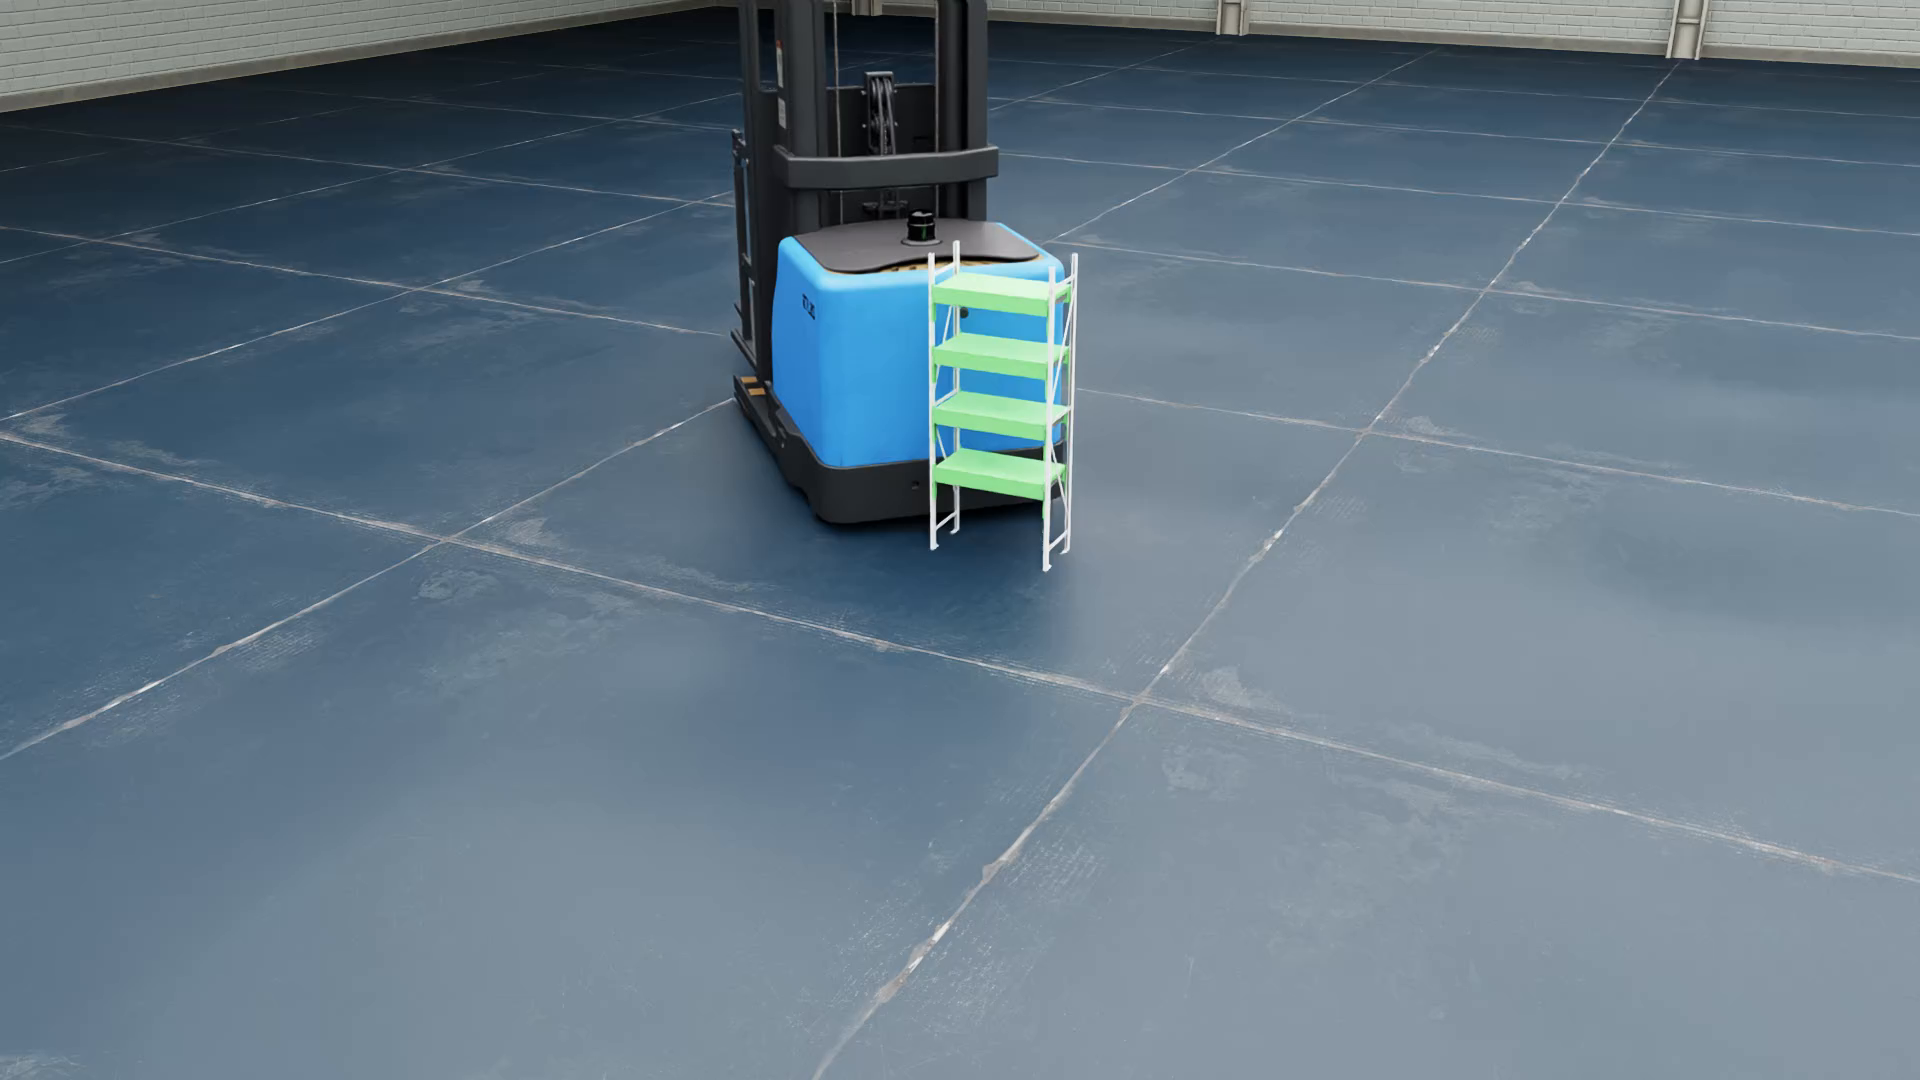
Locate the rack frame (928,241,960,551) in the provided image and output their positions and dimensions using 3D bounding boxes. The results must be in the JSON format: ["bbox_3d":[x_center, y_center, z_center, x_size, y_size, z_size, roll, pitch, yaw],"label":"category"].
[{"bbox_3d":[-0.060,-0.553,6.517,0.015,1.200,0.240,11,25,23],"label":"rack frame"}]

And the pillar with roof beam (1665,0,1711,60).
[{"bbox_3d":[7.303,-8.807,15.960,0.400,9.000,9.100,11,25,25],"label":"pillar with roof beam"}]

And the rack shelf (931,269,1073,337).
[{"bbox_3d":[0.160,-0.895,6.258,0.480,0.148,0.258,11,25,23],"label":"rack shelf"}]

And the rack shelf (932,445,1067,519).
[{"bbox_3d":[0.160,-0.232,6.540,0.480,0.148,0.258,11,25,23],"label":"rack shelf"}]

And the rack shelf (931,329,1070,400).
[{"bbox_3d":[0.160,-0.674,6.352,0.480,0.148,0.258,11,25,23],"label":"rack shelf"}]

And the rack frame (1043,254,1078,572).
[{"bbox_3d":[0.380,-0.471,6.324,0.015,1.200,0.240,11,25,23],"label":"rack frame"}]

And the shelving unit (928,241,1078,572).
[{"bbox_3d":[0.160,-0.512,6.421,0.503,1.200,0.258,11,25,23],"label":"shelving unit"}]

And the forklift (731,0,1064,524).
[{"bbox_3d":[-0.491,-1.964,7.623,1.130,2.935,3.031,-7,24,-16],"label":"forklift"}]

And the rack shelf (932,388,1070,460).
[{"bbox_3d":[0.160,-0.453,6.446,0.480,0.148,0.258,11,25,23],"label":"rack shelf"}]

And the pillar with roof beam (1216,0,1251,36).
[{"bbox_3d":[1.949,-9.866,18.451,0.400,9.000,9.100,11,25,25],"label":"pillar with roof beam"}]

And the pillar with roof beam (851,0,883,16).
[{"bbox_3d":[-3.406,-10.926,20.942,0.400,9.000,9.100,11,25,25],"label":"pillar with roof beam"}]
